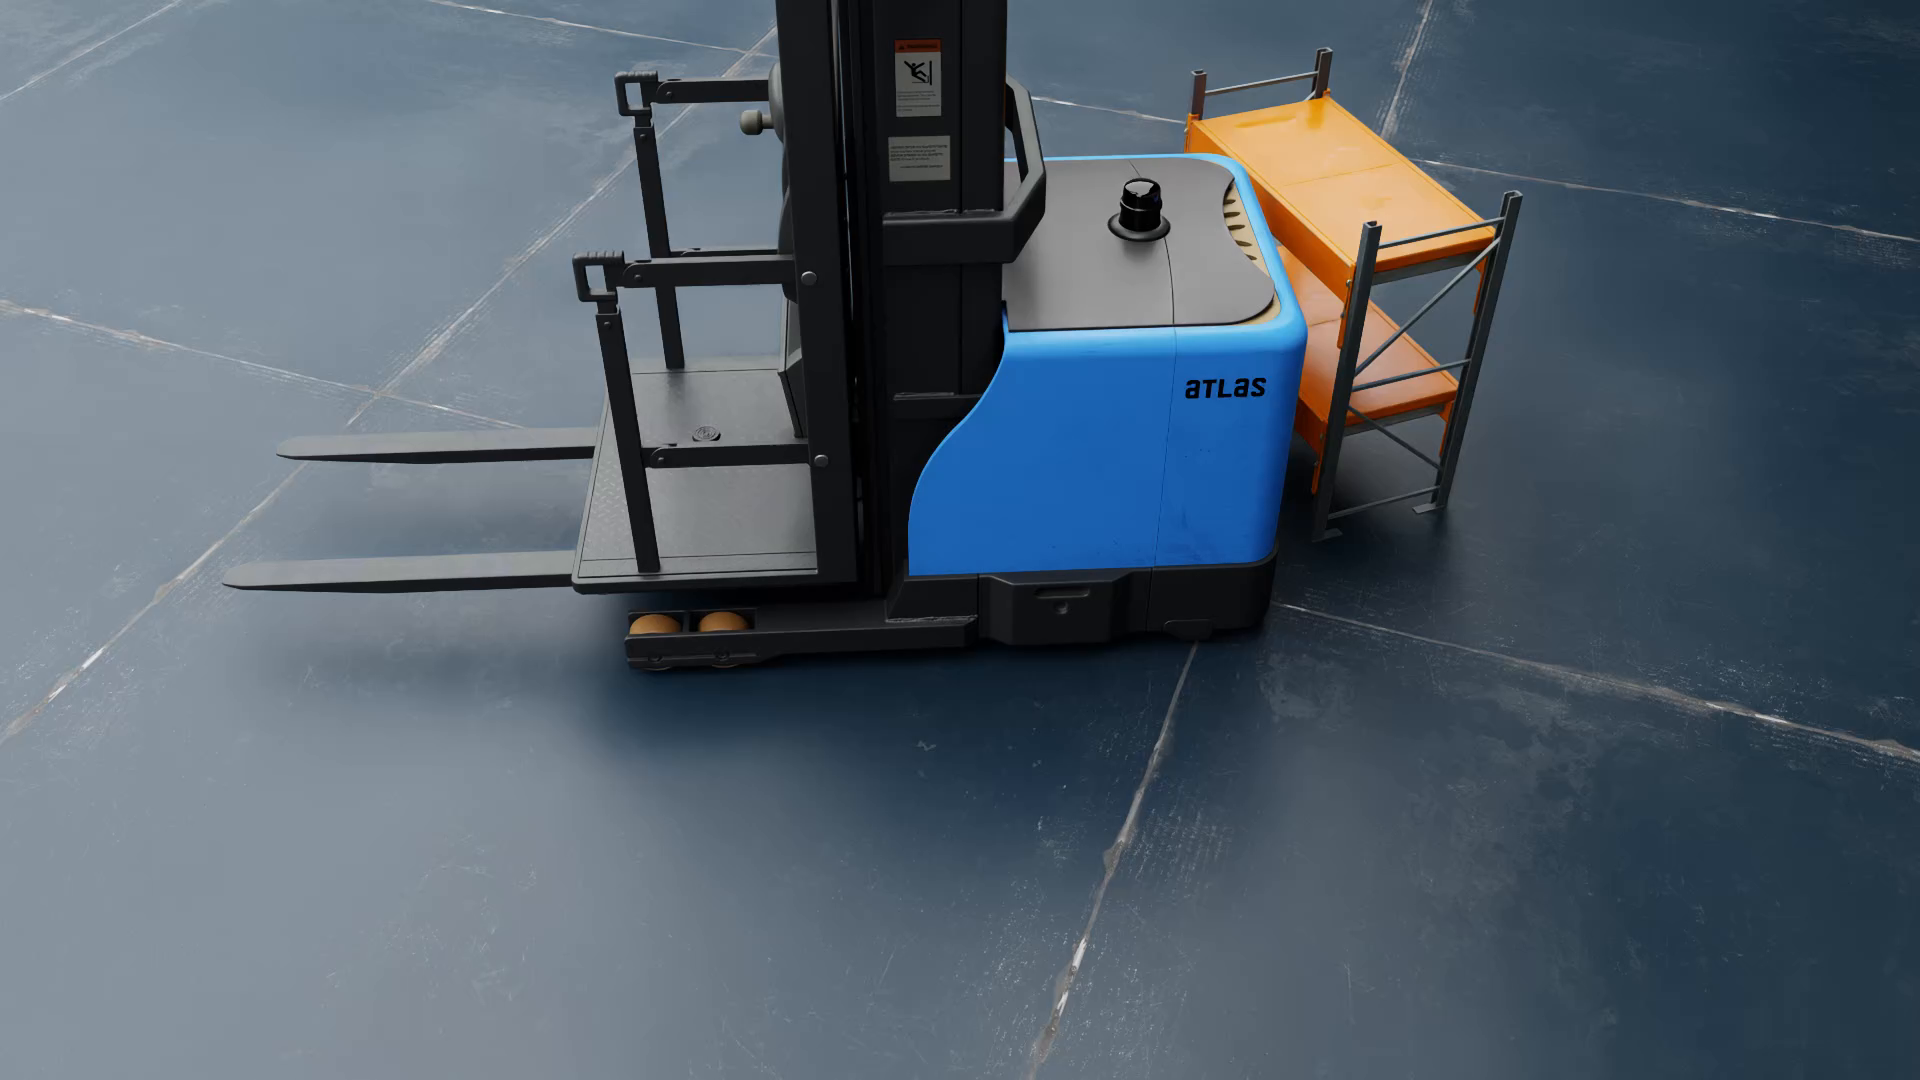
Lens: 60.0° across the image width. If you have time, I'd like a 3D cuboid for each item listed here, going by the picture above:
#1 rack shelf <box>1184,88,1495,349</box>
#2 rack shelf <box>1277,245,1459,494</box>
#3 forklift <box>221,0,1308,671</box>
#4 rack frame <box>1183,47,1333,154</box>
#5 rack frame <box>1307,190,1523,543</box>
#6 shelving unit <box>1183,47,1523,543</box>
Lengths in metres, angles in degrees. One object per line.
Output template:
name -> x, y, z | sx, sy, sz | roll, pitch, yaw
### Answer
rack shelf -> 1.151, -1.016, 5.122 | 0.538, 0.278, 1.000 | -14, 42, -16
rack shelf -> 1.150, -0.607, 5.471 | 0.538, 0.278, 1.000 | -14, 42, -16
forklift -> -0.623, -1.092, 4.272 | 3.031, 2.935, 1.130 | -2, 41, -2
rack frame -> 0.965, -1.101, 5.672 | 0.500, 1.125, 0.032 | -14, 42, -16
rack frame -> 1.335, -0.486, 4.952 | 0.500, 1.125, 0.032 | -14, 42, -16
shelving unit -> 1.150, -0.793, 5.312 | 0.538, 1.125, 1.048 | -14, 42, -16
